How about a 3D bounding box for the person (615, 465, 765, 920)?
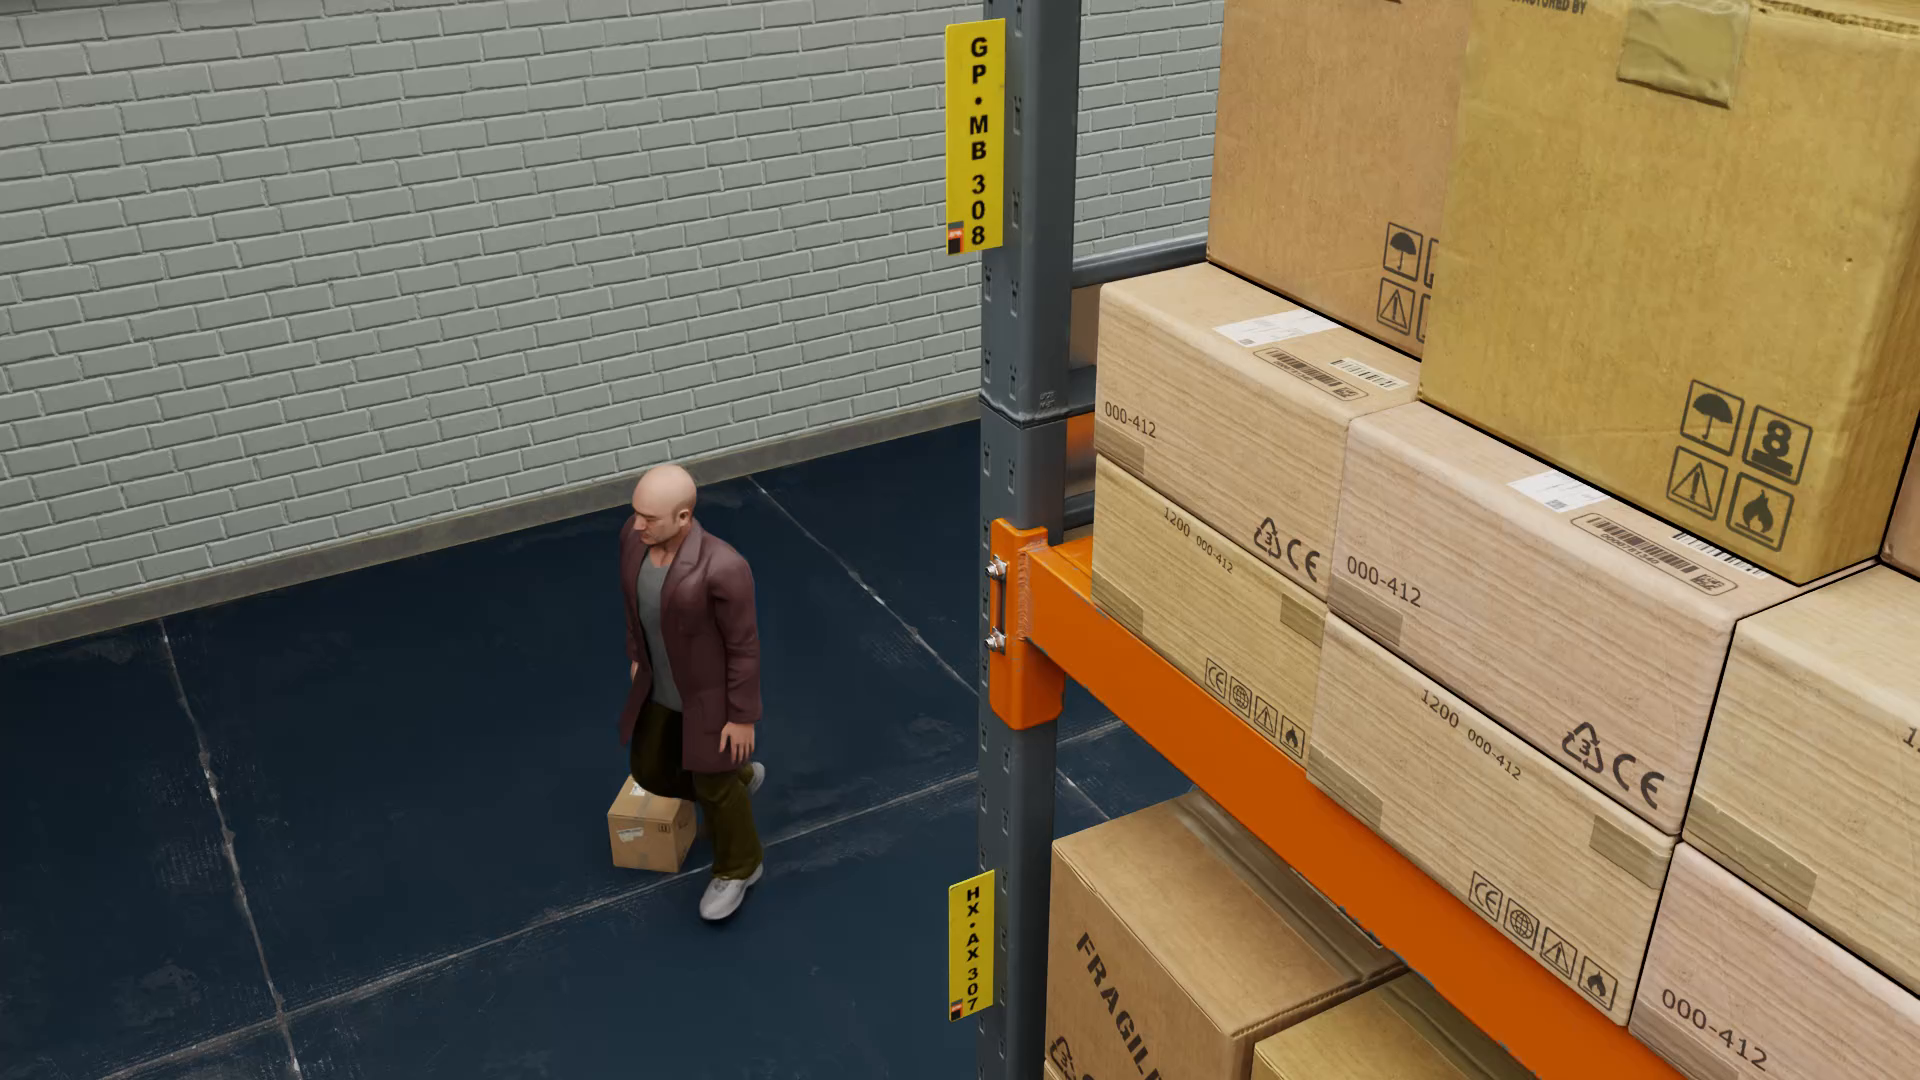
[{"bbox_3d":[-0.877,0.476,5.717,0.633,1.762,0.559,18,33,29],"label":"person"}]
